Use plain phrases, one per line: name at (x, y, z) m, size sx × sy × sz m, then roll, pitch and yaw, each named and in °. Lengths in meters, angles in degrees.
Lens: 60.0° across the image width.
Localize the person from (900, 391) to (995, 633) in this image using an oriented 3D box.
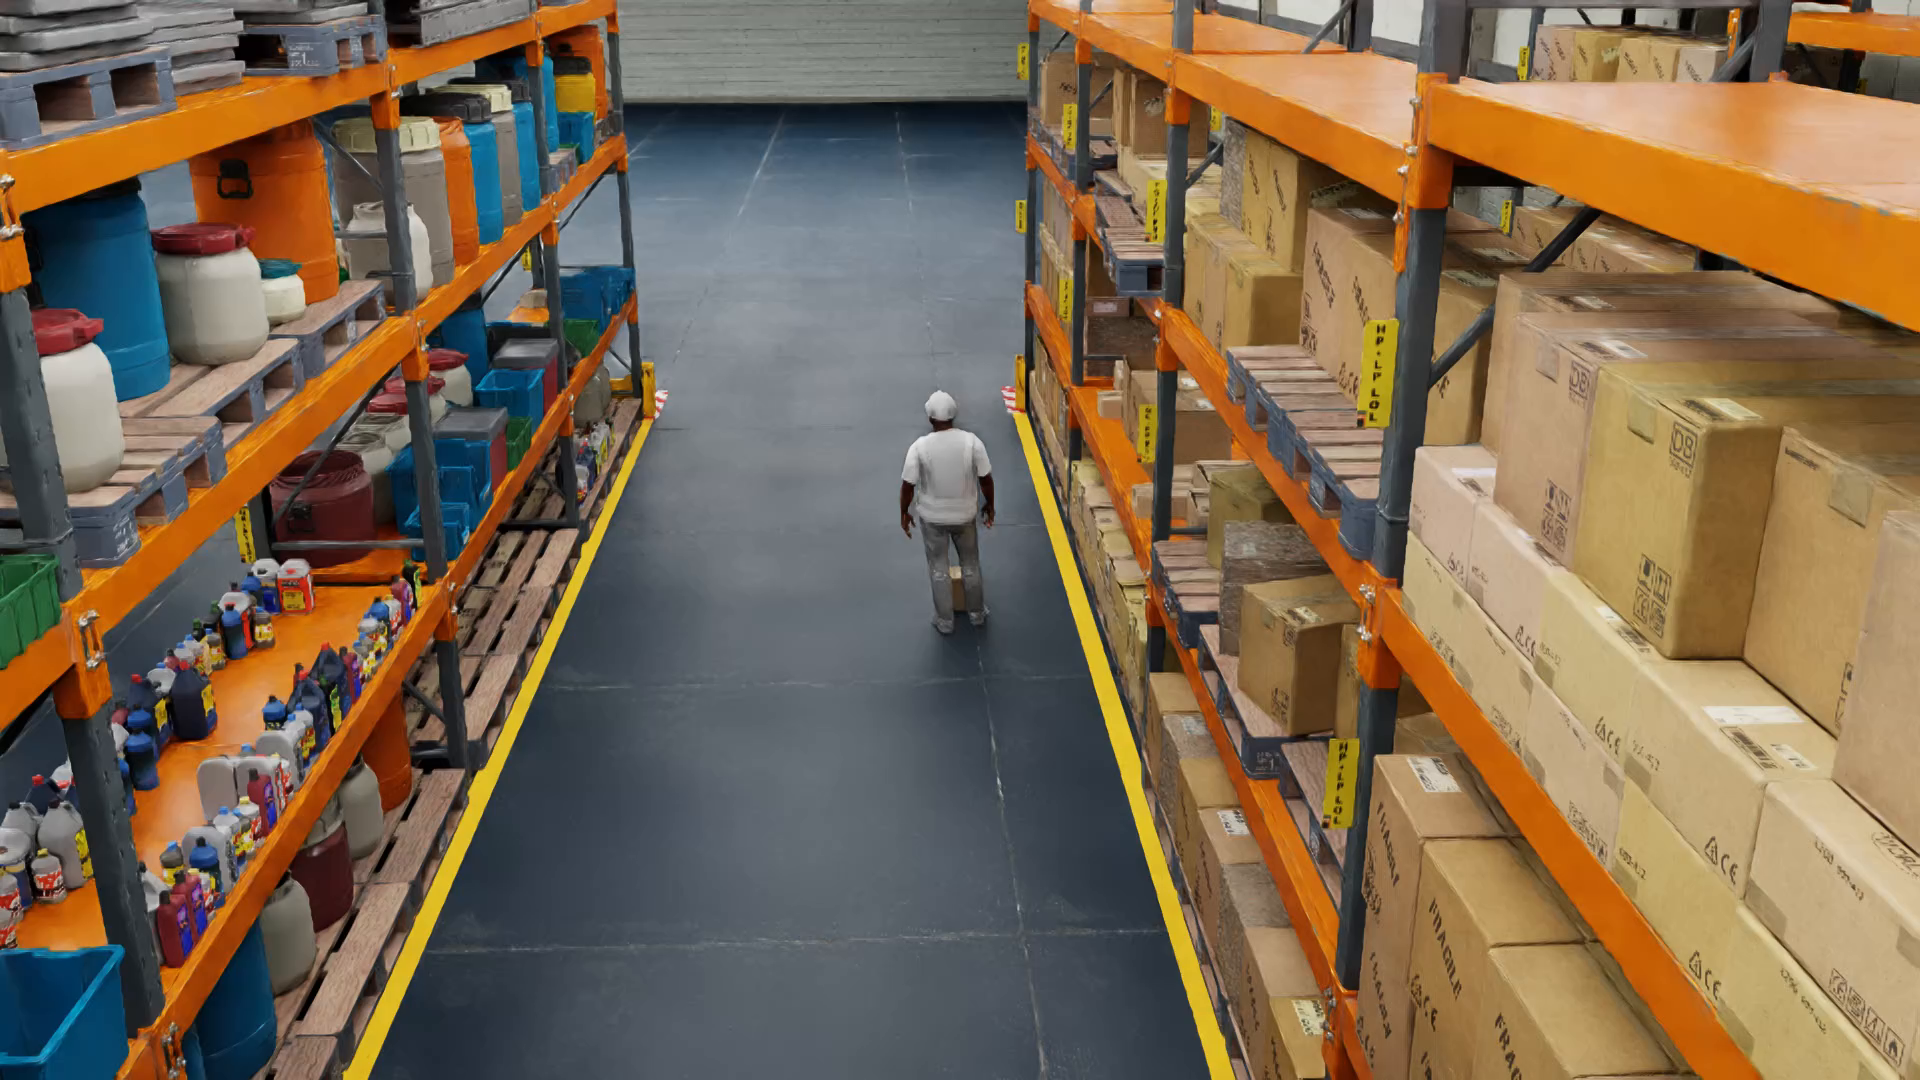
person at (-0.093, -0.214, 11.595) m, size 0.665 × 1.766 × 0.578 m, roll -2°, pitch 20°, yaw -5°
